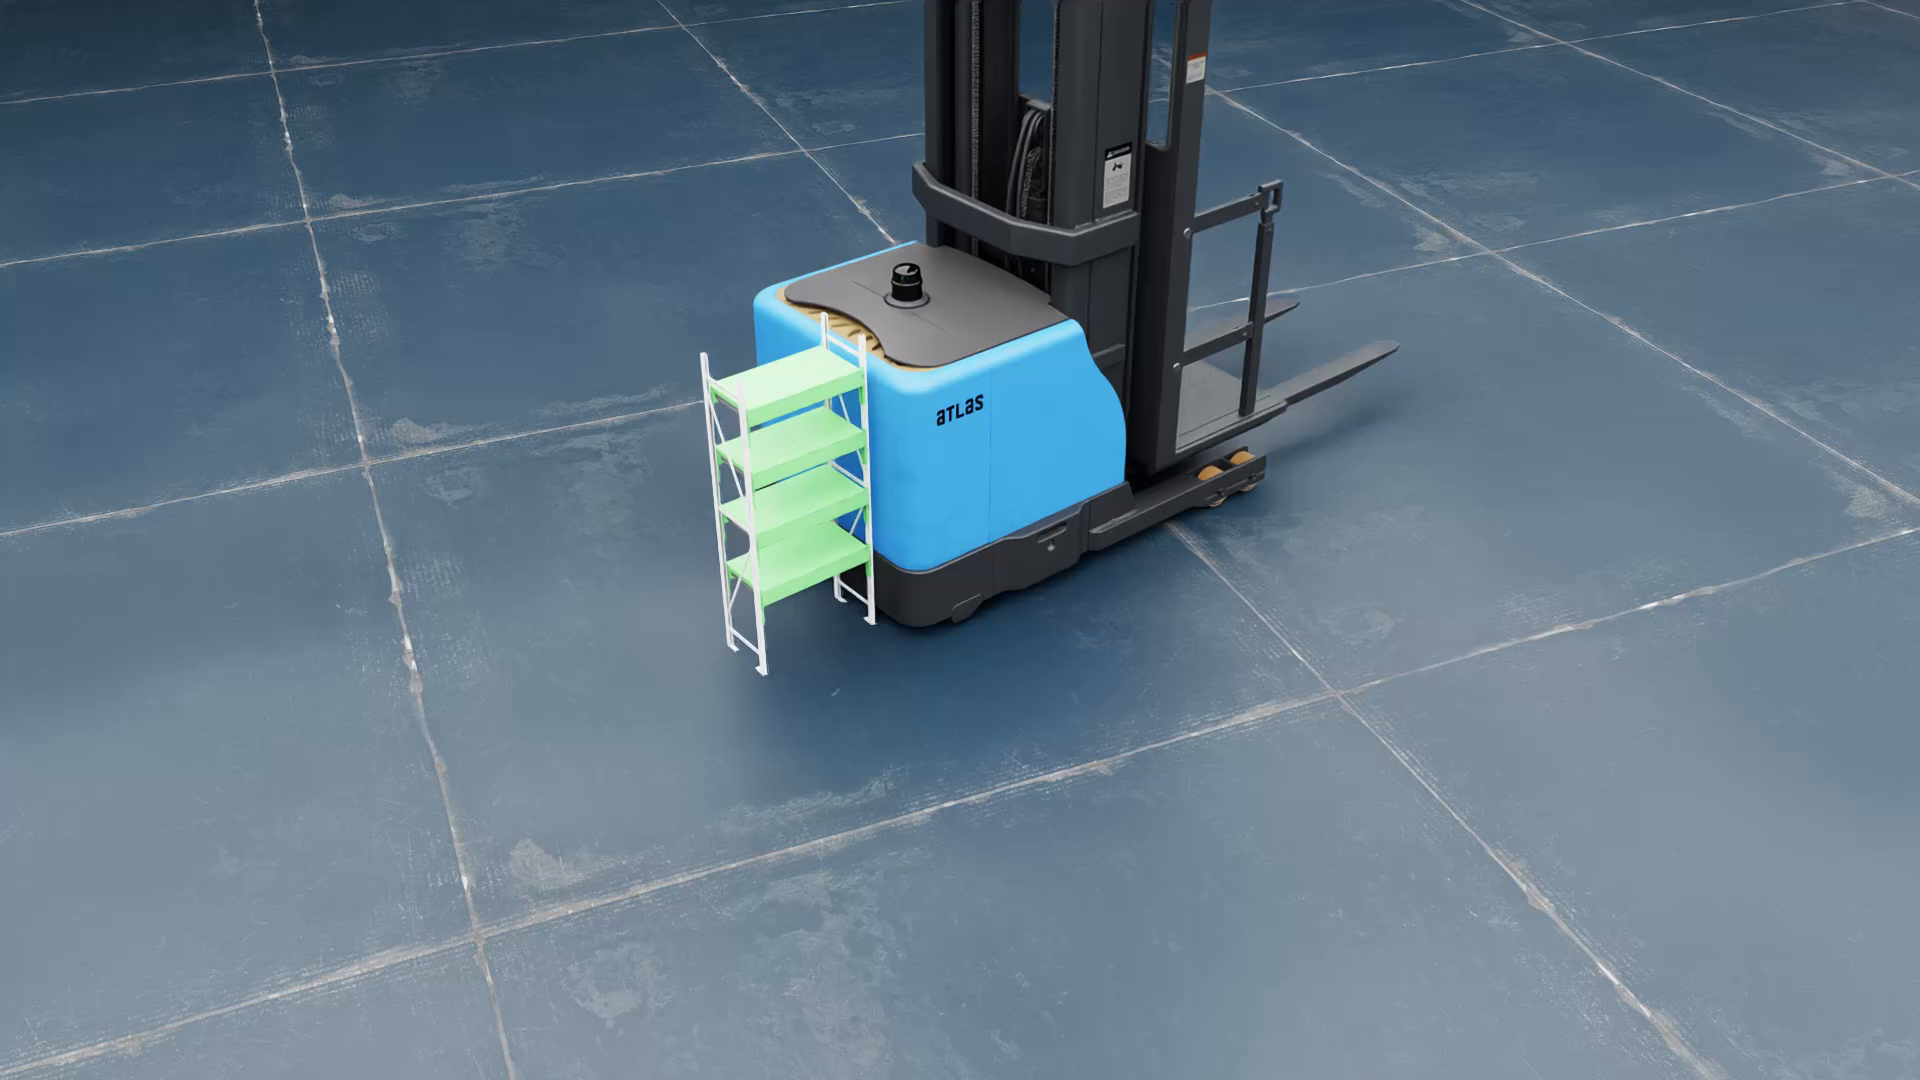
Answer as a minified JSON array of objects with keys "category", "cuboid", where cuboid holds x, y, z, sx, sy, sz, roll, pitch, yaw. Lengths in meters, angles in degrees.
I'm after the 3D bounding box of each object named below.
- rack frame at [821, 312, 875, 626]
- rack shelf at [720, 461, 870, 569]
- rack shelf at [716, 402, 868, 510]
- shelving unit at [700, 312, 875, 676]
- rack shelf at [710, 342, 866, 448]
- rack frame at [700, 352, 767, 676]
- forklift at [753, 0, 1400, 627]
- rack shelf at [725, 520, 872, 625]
[{"category":"rack frame","cuboid":[-0.401,-0.234,6.009,0.015,1.200,0.240,-24,40,-32]},{"category":"rack shelf","cuboid":[-0.589,-0.096,5.914,0.480,0.148,0.258,-24,40,-32]},{"category":"rack shelf","cuboid":[-0.589,-0.297,5.783,0.480,0.148,0.258,-24,40,-32]},{"category":"shelving unit","cuboid":[-0.589,-0.149,5.879,0.503,1.200,0.258,-24,40,-32]},{"category":"rack shelf","cuboid":[-0.589,-0.498,5.653,0.480,0.148,0.258,-24,40,-32]},{"category":"rack frame","cuboid":[-0.778,-0.065,5.750,0.015,1.200,0.240,-24,40,-32]},{"category":"forklift","cuboid":[0.670,-1.569,6.473,3.031,2.935,1.130,-24,40,-32]},{"category":"rack shelf","cuboid":[-0.589,0.105,6.045,0.480,0.148,0.258,-24,40,-32]}]
